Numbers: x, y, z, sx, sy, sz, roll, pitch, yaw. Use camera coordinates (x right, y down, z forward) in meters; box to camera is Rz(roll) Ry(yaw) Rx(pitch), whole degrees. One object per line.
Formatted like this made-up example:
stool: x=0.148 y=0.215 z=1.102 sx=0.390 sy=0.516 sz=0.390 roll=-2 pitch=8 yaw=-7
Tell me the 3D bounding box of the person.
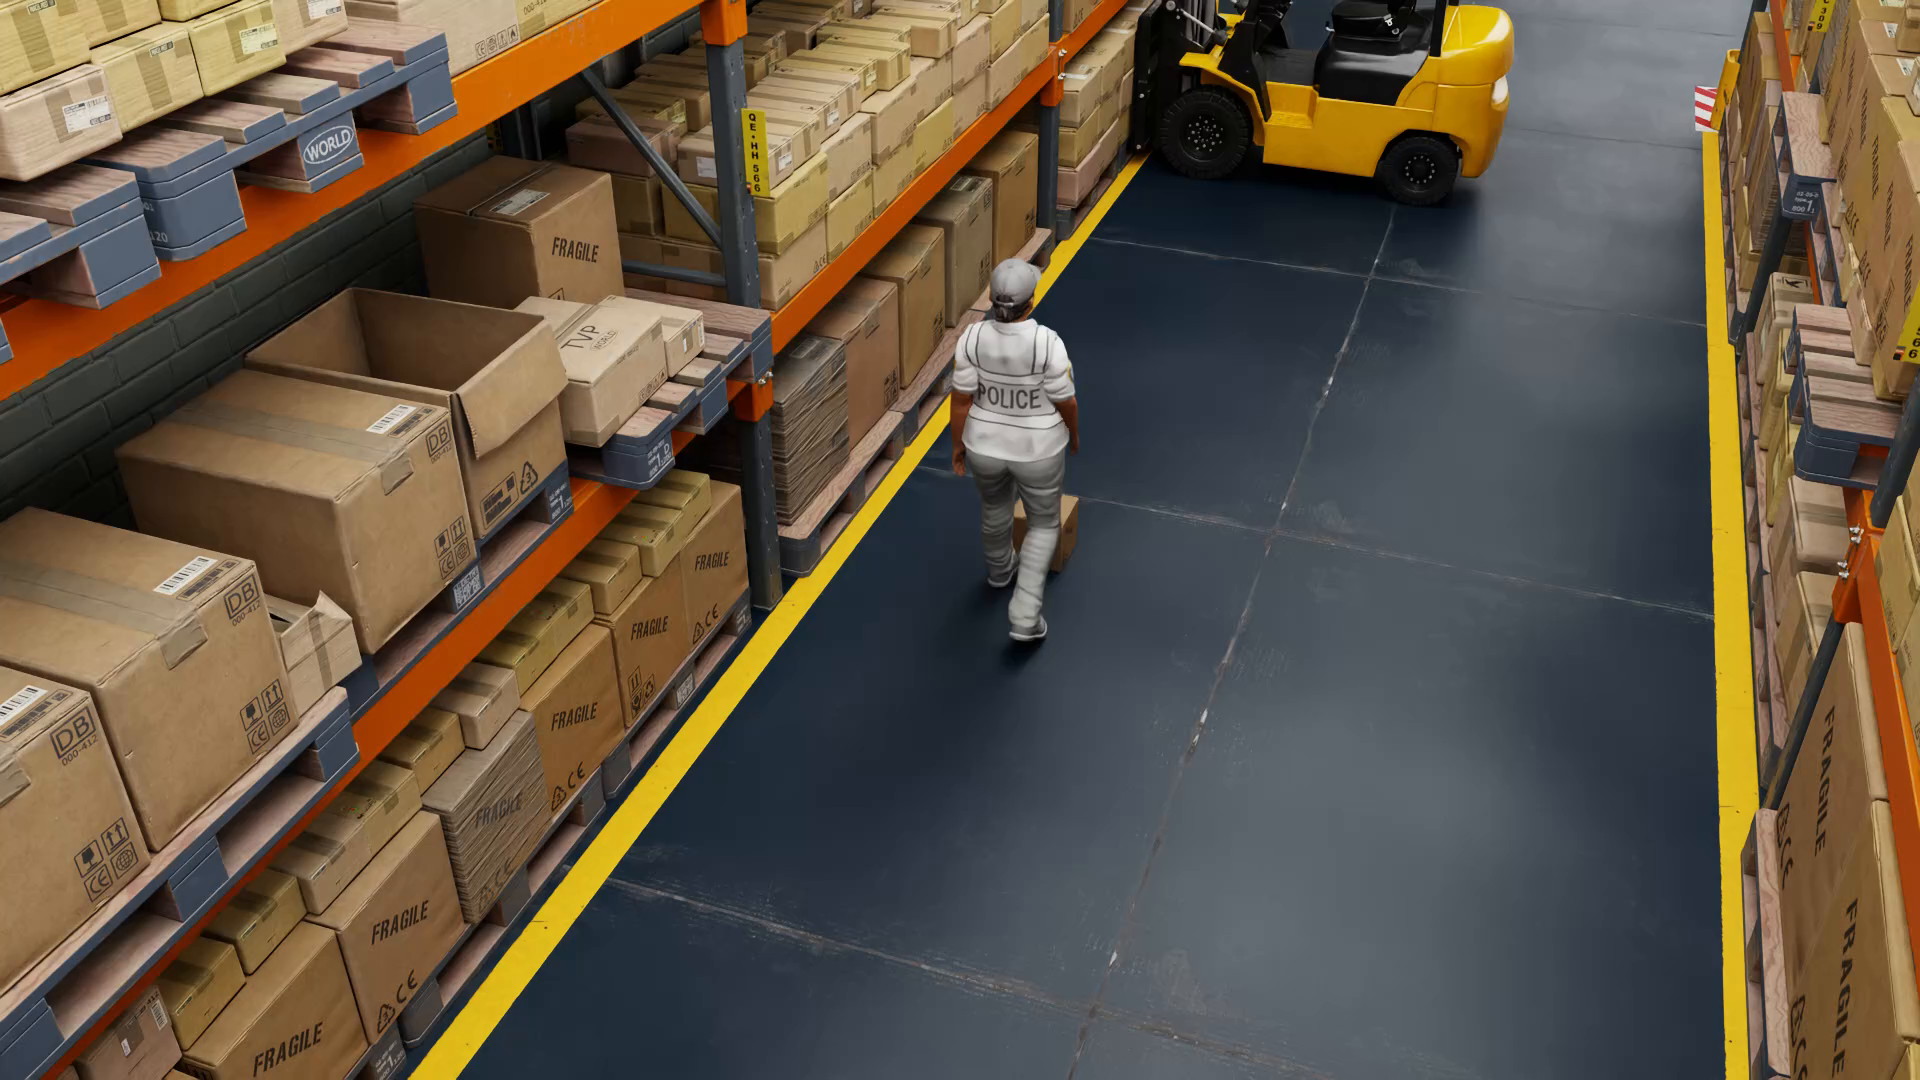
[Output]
person: x=0.233 y=-0.404 z=6.758 sx=0.507 sy=1.636 sz=0.773 roll=10 pitch=35 yaw=15
